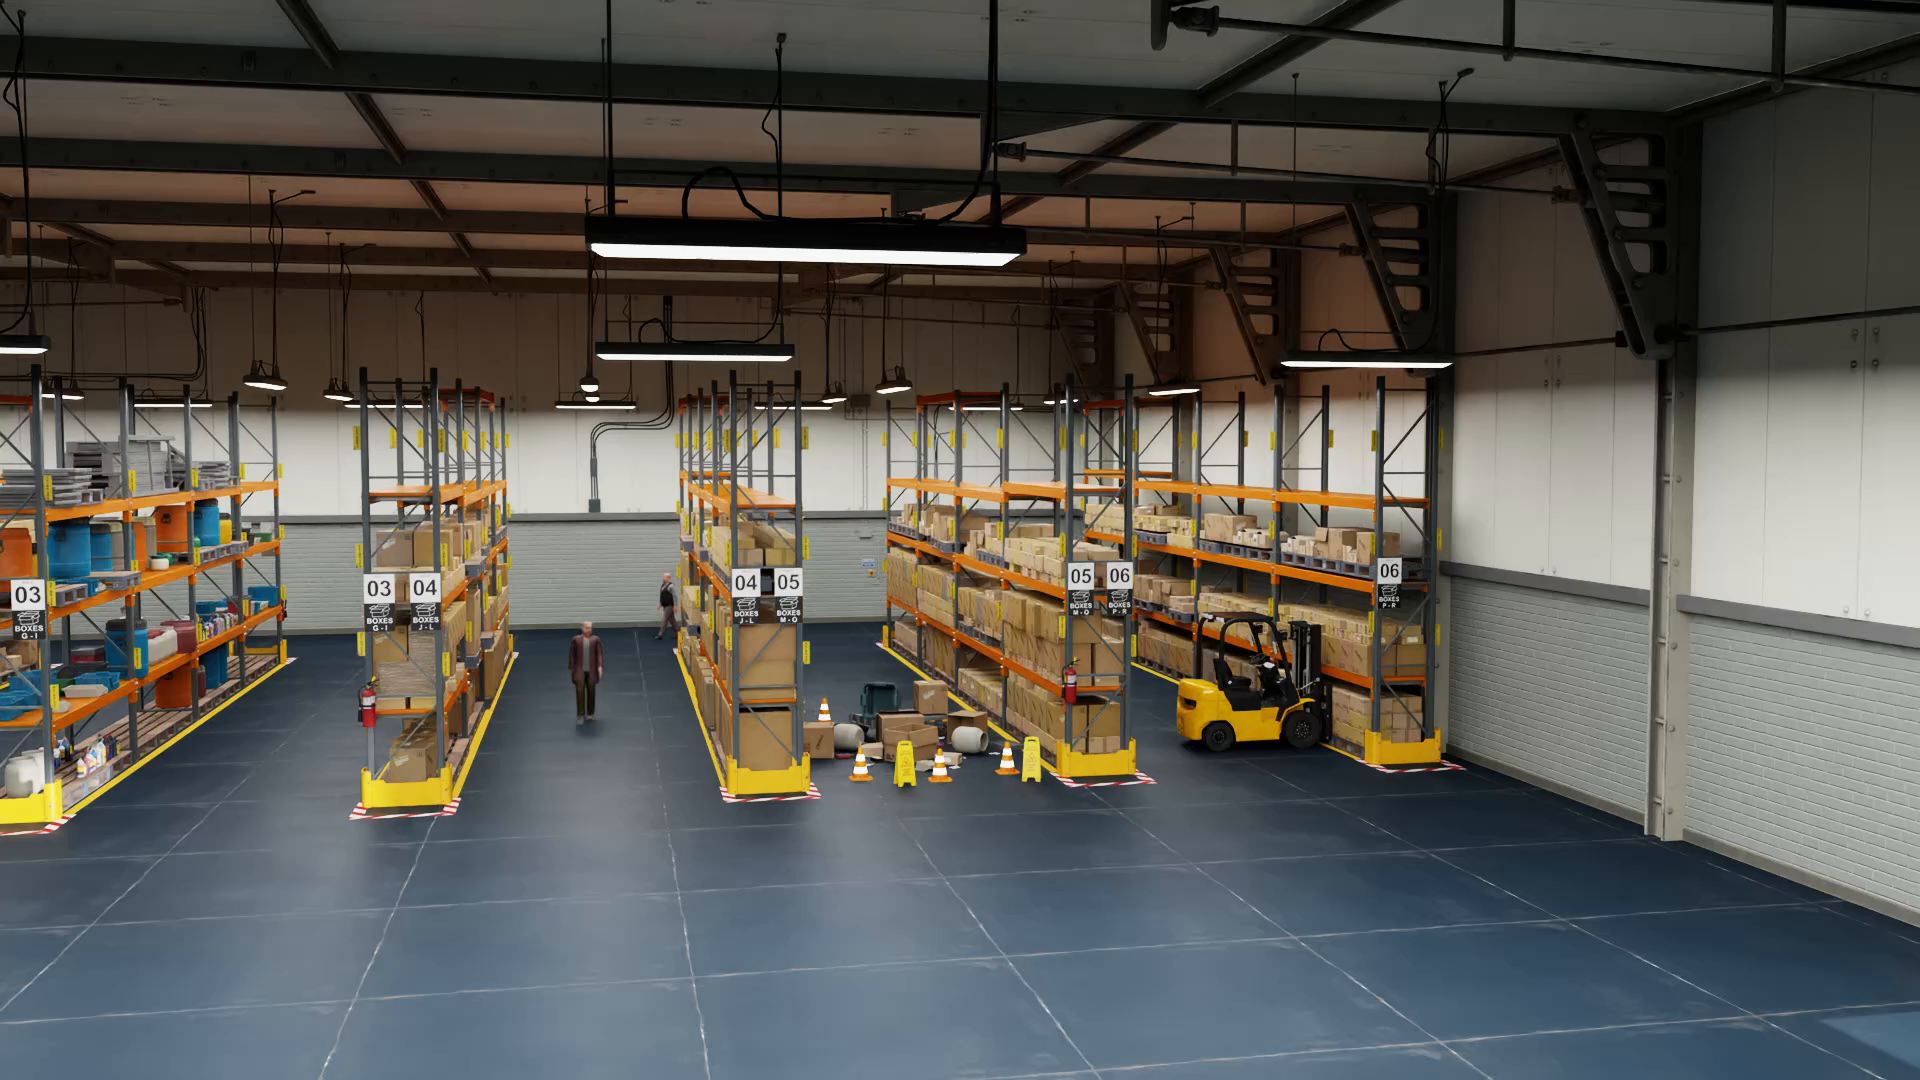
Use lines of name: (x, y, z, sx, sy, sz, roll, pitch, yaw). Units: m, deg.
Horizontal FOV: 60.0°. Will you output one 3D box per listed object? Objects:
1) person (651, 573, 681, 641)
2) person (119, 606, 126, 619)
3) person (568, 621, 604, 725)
person: (-7.390, 1.670, 41.790, 0.887, 1.697, 0.568, -2, 4, -36)
person: (-16.988, 2.147, 33.944, 0.584, 1.620, 1.024, -1, 4, -15)
person: (-6.661, 2.368, 29.661, 0.602, 1.813, 0.734, -1, 4, -18)
